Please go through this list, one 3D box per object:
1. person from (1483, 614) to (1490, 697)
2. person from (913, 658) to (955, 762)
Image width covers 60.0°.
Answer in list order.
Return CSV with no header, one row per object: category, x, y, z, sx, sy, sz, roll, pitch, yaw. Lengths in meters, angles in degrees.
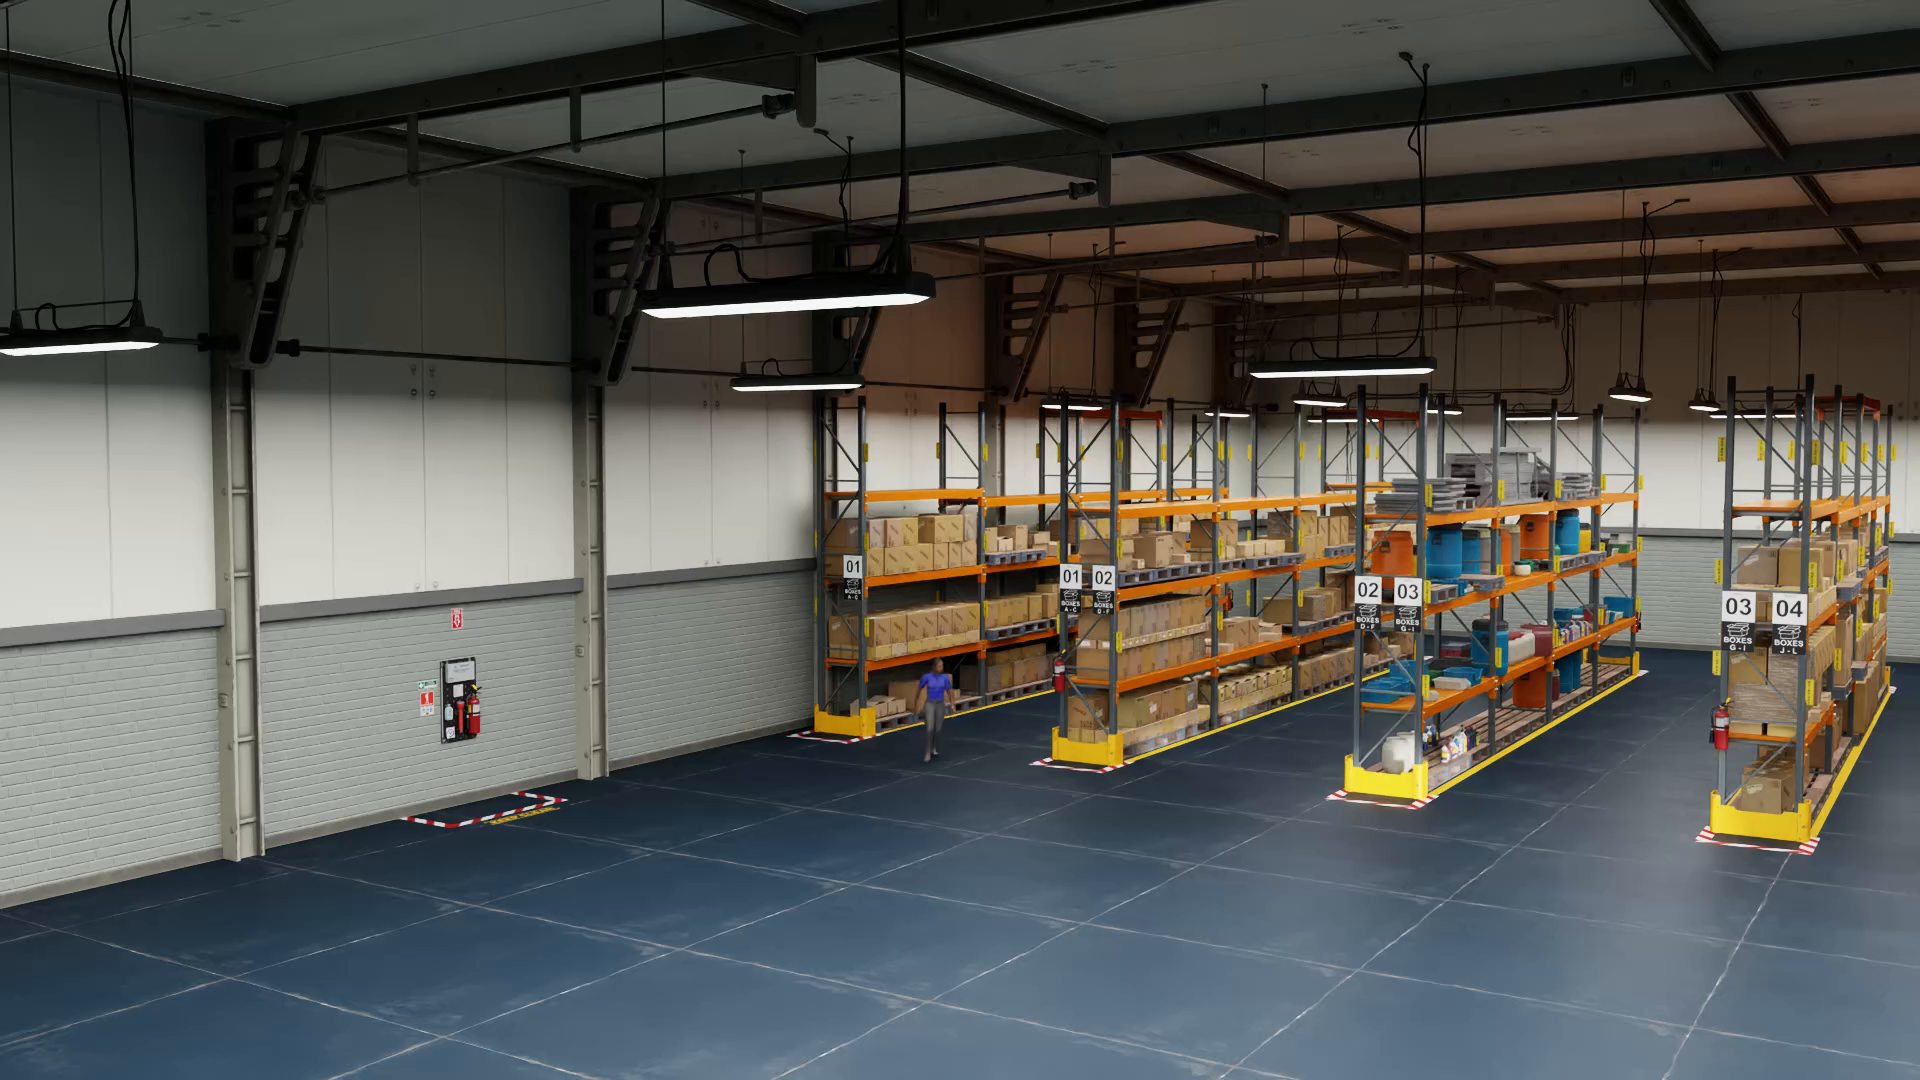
person,10.908,2.374,34.473,0.498,1.683,0.848,2,3,31
person,-0.421,2.786,27.323,0.604,1.685,0.688,-1,3,-20
